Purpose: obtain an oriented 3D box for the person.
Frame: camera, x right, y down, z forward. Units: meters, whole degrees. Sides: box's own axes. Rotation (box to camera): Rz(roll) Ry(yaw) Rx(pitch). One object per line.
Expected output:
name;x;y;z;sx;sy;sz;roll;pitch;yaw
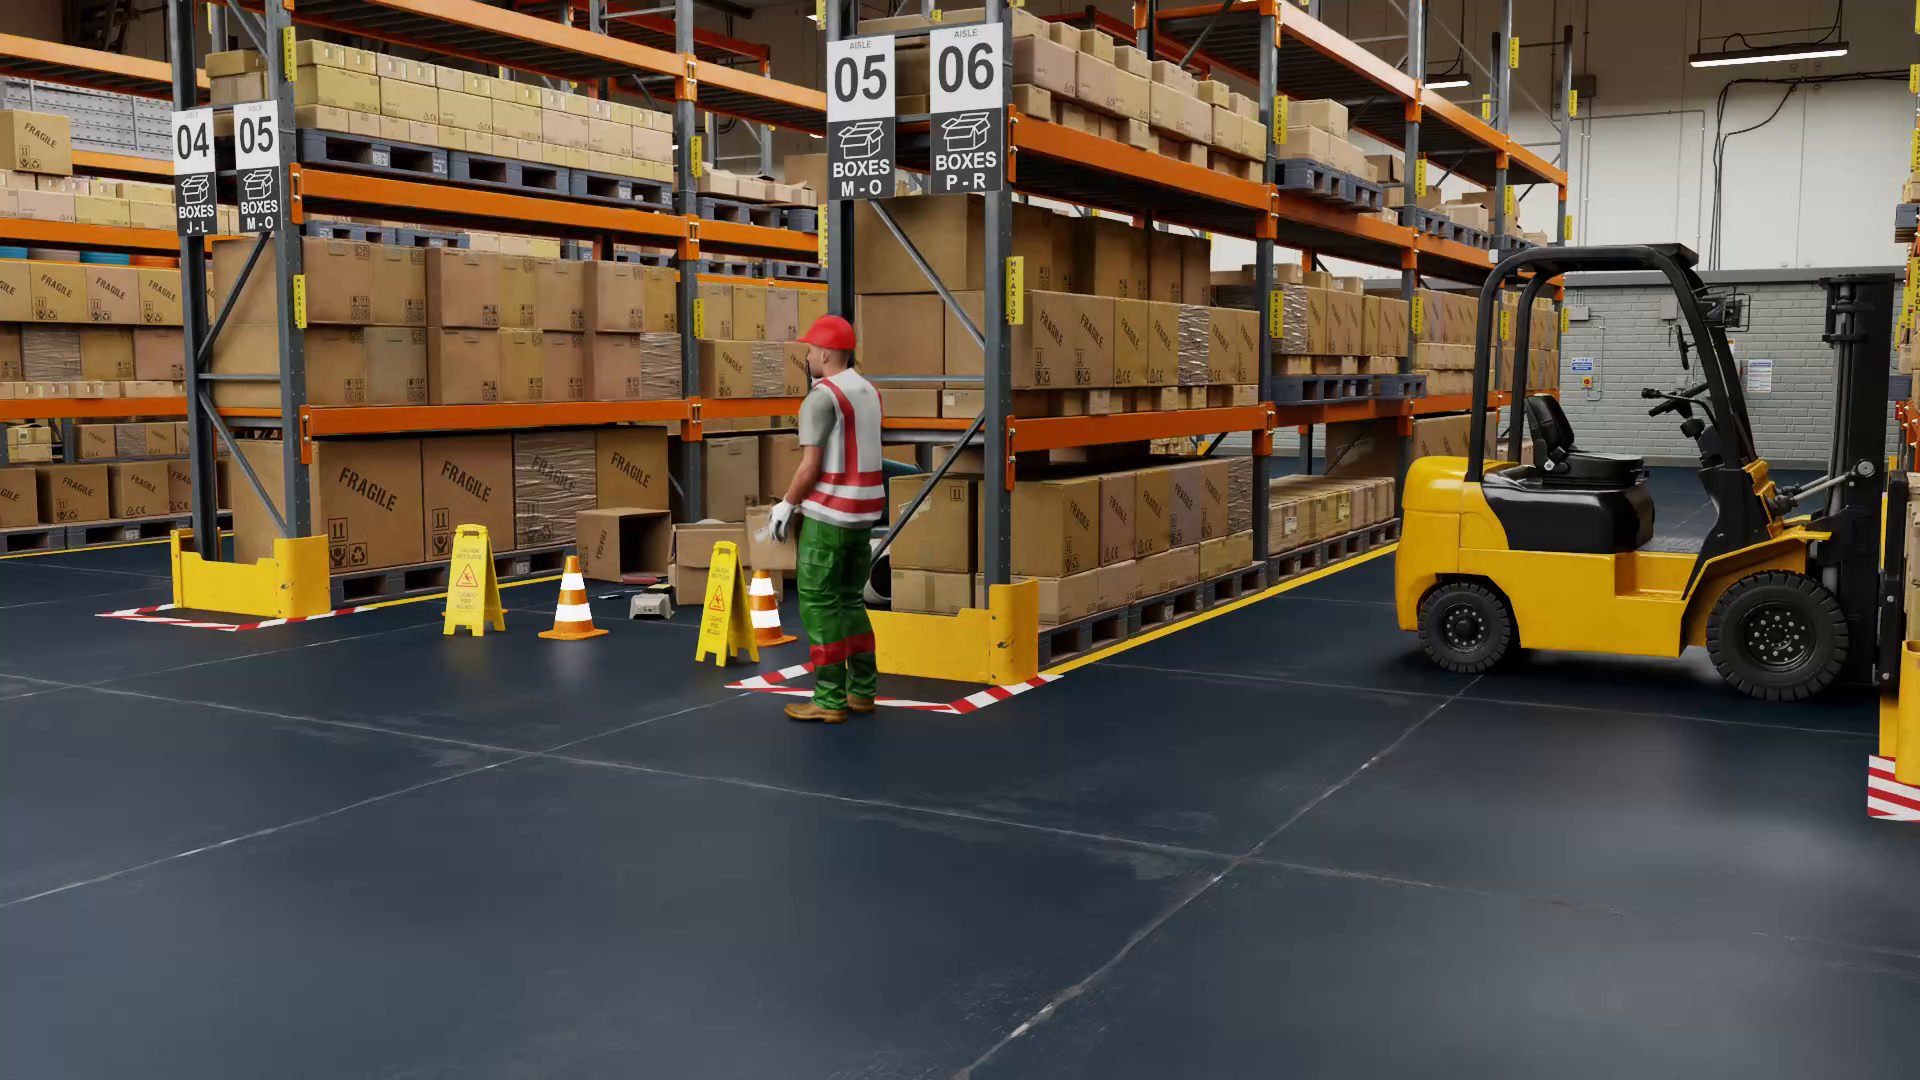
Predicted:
person;-0.578;-0.098;7.407;0.449;1.791;0.537;3;7;27
